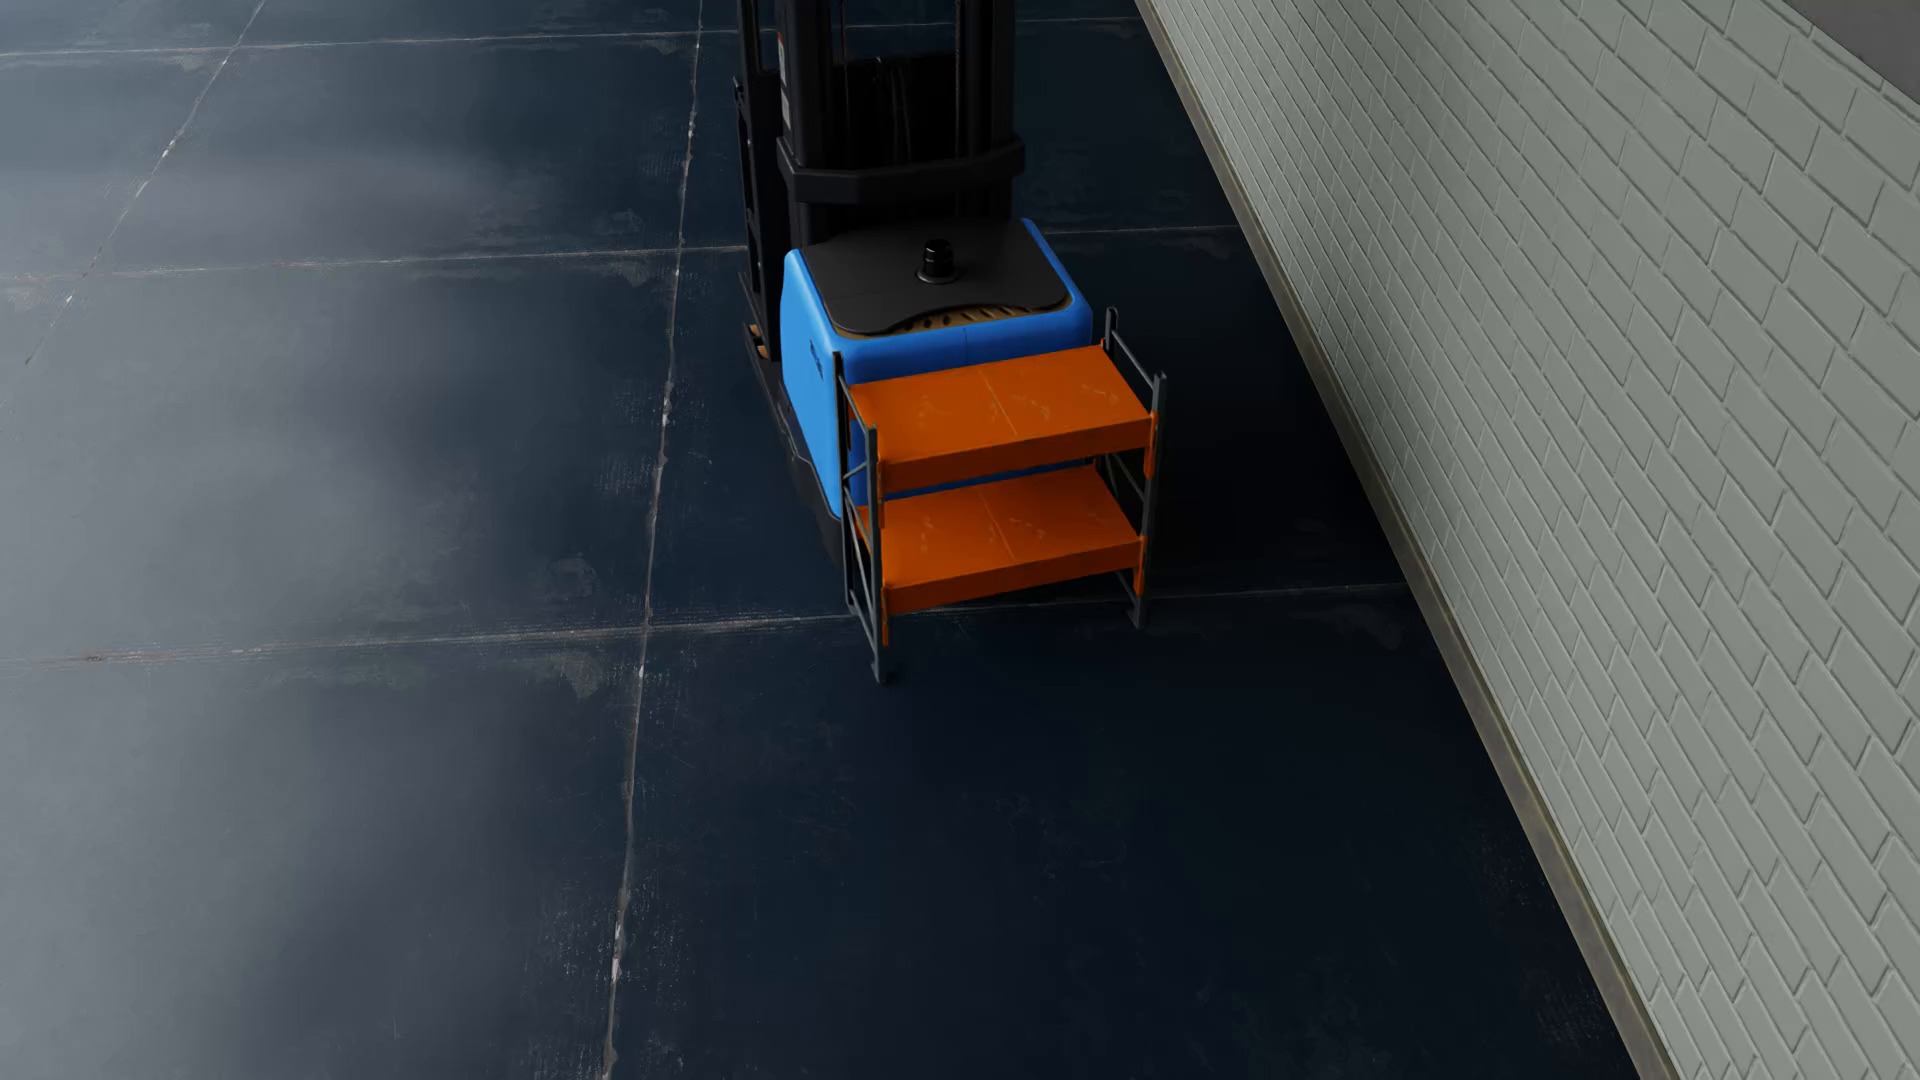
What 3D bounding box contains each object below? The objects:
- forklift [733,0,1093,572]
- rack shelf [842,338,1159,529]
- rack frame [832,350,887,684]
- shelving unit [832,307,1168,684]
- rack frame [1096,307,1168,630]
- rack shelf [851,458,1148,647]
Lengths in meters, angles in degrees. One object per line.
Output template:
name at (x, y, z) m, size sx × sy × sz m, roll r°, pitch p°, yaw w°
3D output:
forklift at (-0.387, -1.944, 6.847) m, size 1.130 × 2.935 × 3.031 m, roll -10°, pitch 39°, yaw -12°
rack shelf at (0.129, -0.388, 5.861) m, size 1.000 × 0.278 × 0.538 m, roll -11°, pitch 40°, yaw -13°
rack frame at (-0.357, -0.066, 5.925) m, size 0.032 × 1.125 × 0.500 m, roll -11°, pitch 40°, yaw -13°
shelving unit at (0.129, -0.158, 6.042) m, size 1.048 × 1.125 × 0.538 m, roll -11°, pitch 40°, yaw -13°
rack frame at (0.615, -0.250, 6.159) m, size 0.032 × 1.125 × 0.500 m, roll -11°, pitch 40°, yaw -13°
rack shelf at (0.129, 0.034, 6.194) m, size 1.000 × 0.278 × 0.538 m, roll -11°, pitch 40°, yaw -13°
